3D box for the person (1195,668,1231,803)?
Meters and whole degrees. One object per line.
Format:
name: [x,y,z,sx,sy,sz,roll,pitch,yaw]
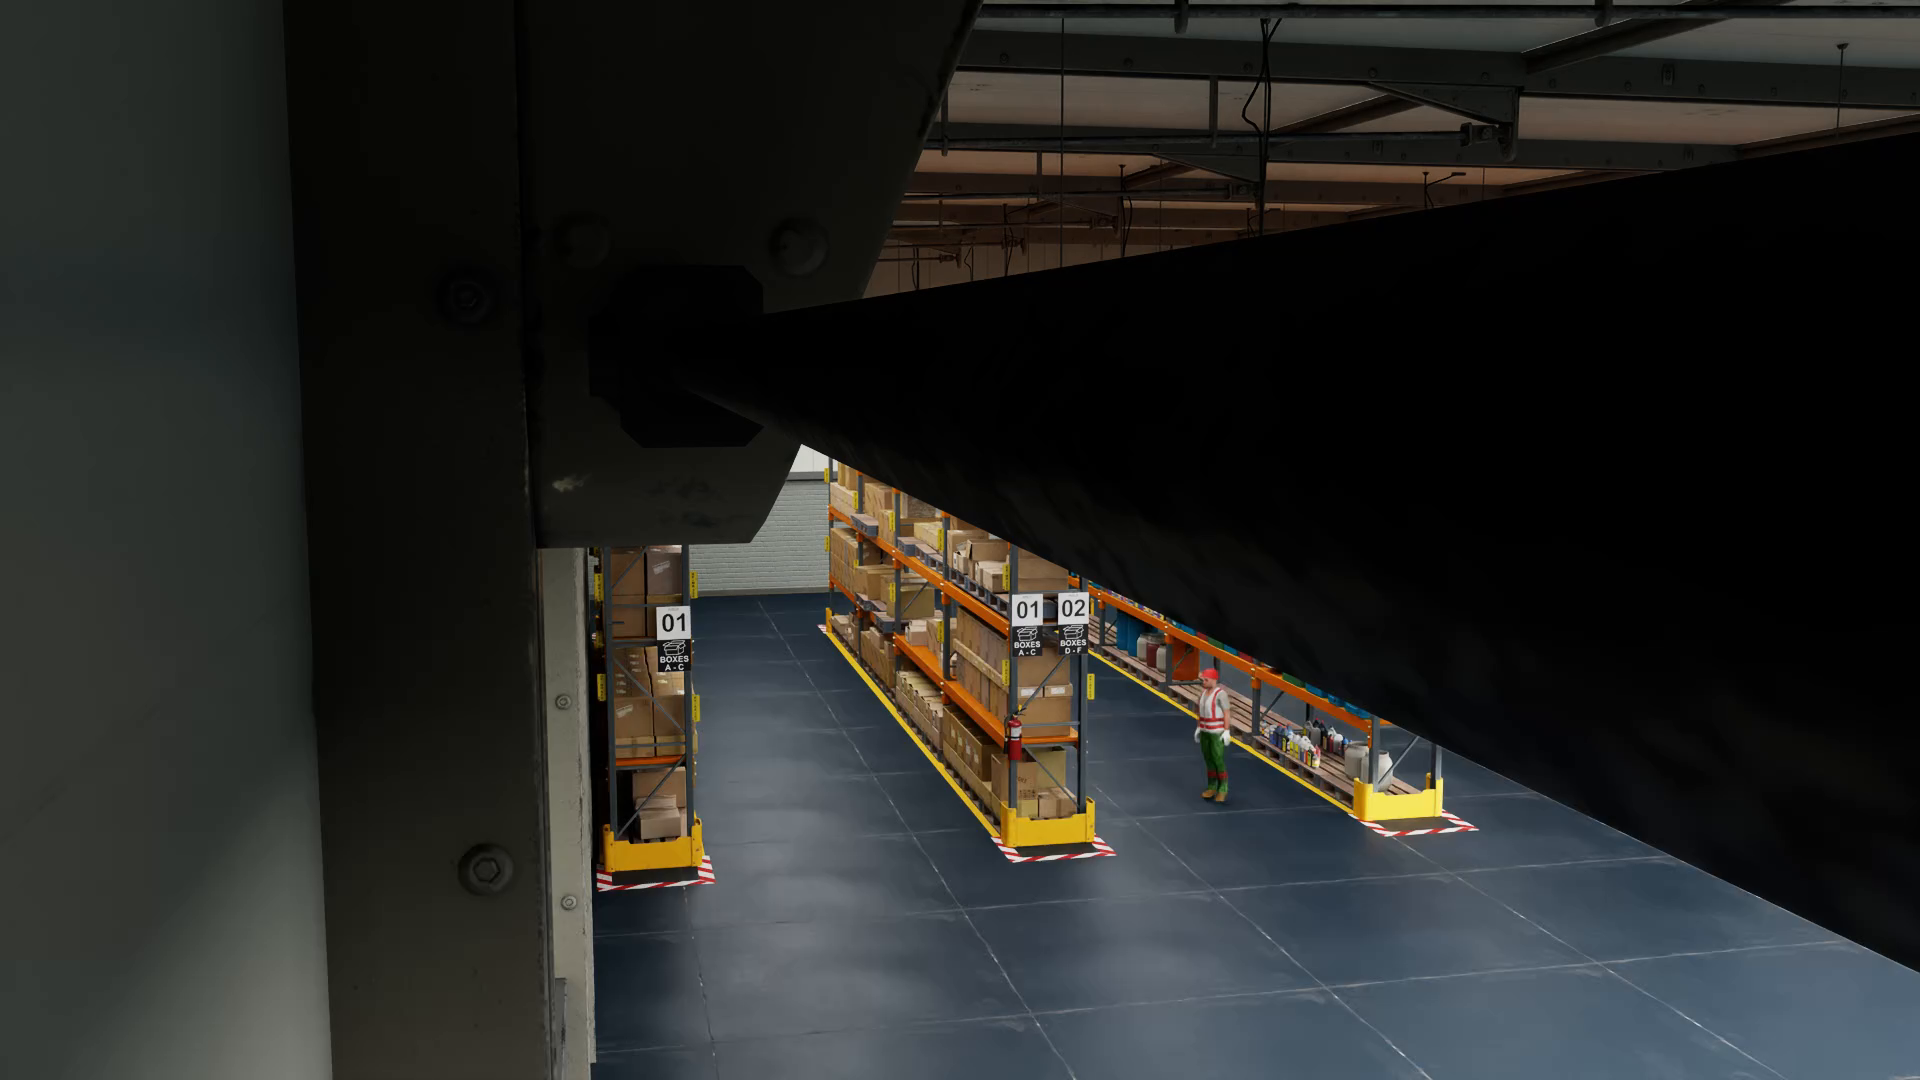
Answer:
person: [3.510,2.707,23.166,0.375,1.830,0.618,-4,8,-31]
